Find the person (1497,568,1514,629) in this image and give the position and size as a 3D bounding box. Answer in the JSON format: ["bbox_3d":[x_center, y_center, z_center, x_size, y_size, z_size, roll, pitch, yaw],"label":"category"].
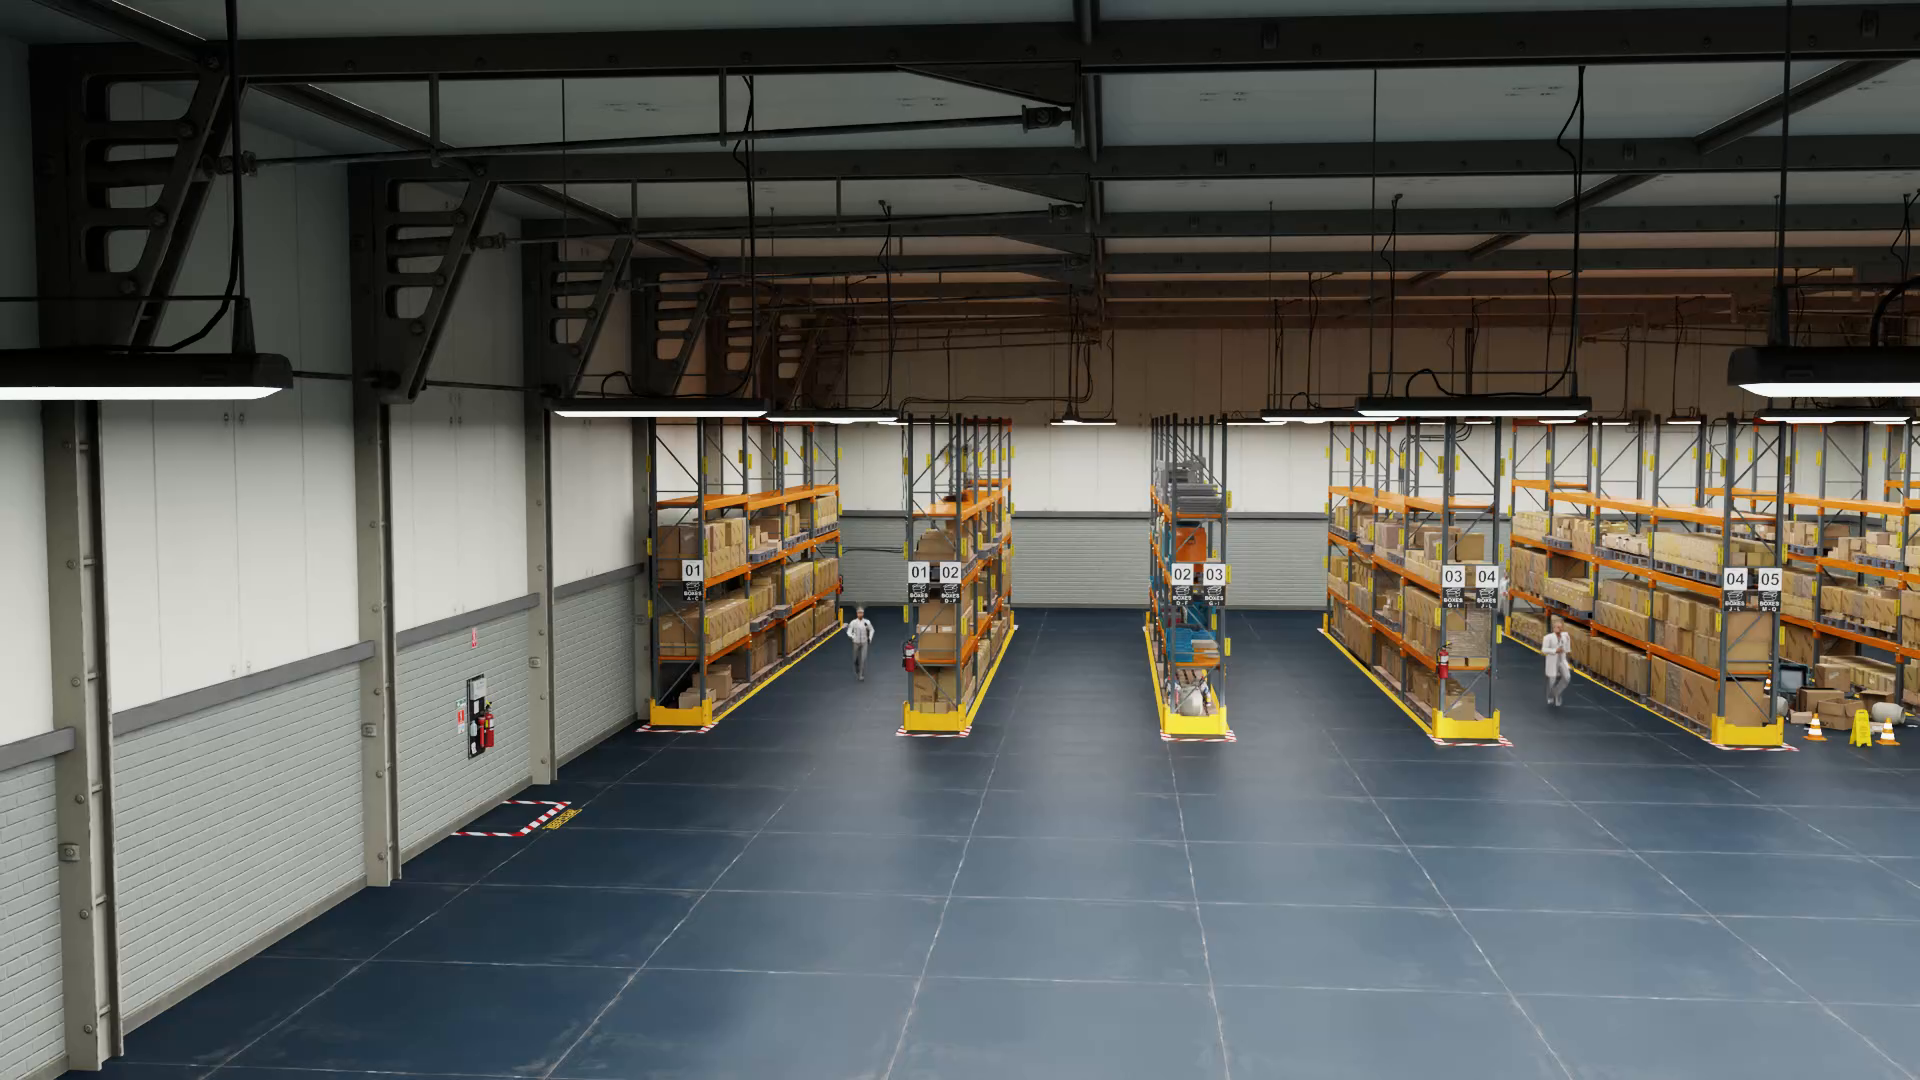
[{"bbox_3d":[15.549,1.664,47.429,0.595,1.733,0.660,-3,5,-36],"label":"person"}]

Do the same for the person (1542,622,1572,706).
[{"bbox_3d":[12.265,2.537,34.128,0.756,1.744,0.864,-1,4,-7],"label":"person"}]

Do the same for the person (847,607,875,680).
[{"bbox_3d":[-2.258,2.344,37.912,0.620,1.648,0.724,0,4,-3],"label":"person"}]
